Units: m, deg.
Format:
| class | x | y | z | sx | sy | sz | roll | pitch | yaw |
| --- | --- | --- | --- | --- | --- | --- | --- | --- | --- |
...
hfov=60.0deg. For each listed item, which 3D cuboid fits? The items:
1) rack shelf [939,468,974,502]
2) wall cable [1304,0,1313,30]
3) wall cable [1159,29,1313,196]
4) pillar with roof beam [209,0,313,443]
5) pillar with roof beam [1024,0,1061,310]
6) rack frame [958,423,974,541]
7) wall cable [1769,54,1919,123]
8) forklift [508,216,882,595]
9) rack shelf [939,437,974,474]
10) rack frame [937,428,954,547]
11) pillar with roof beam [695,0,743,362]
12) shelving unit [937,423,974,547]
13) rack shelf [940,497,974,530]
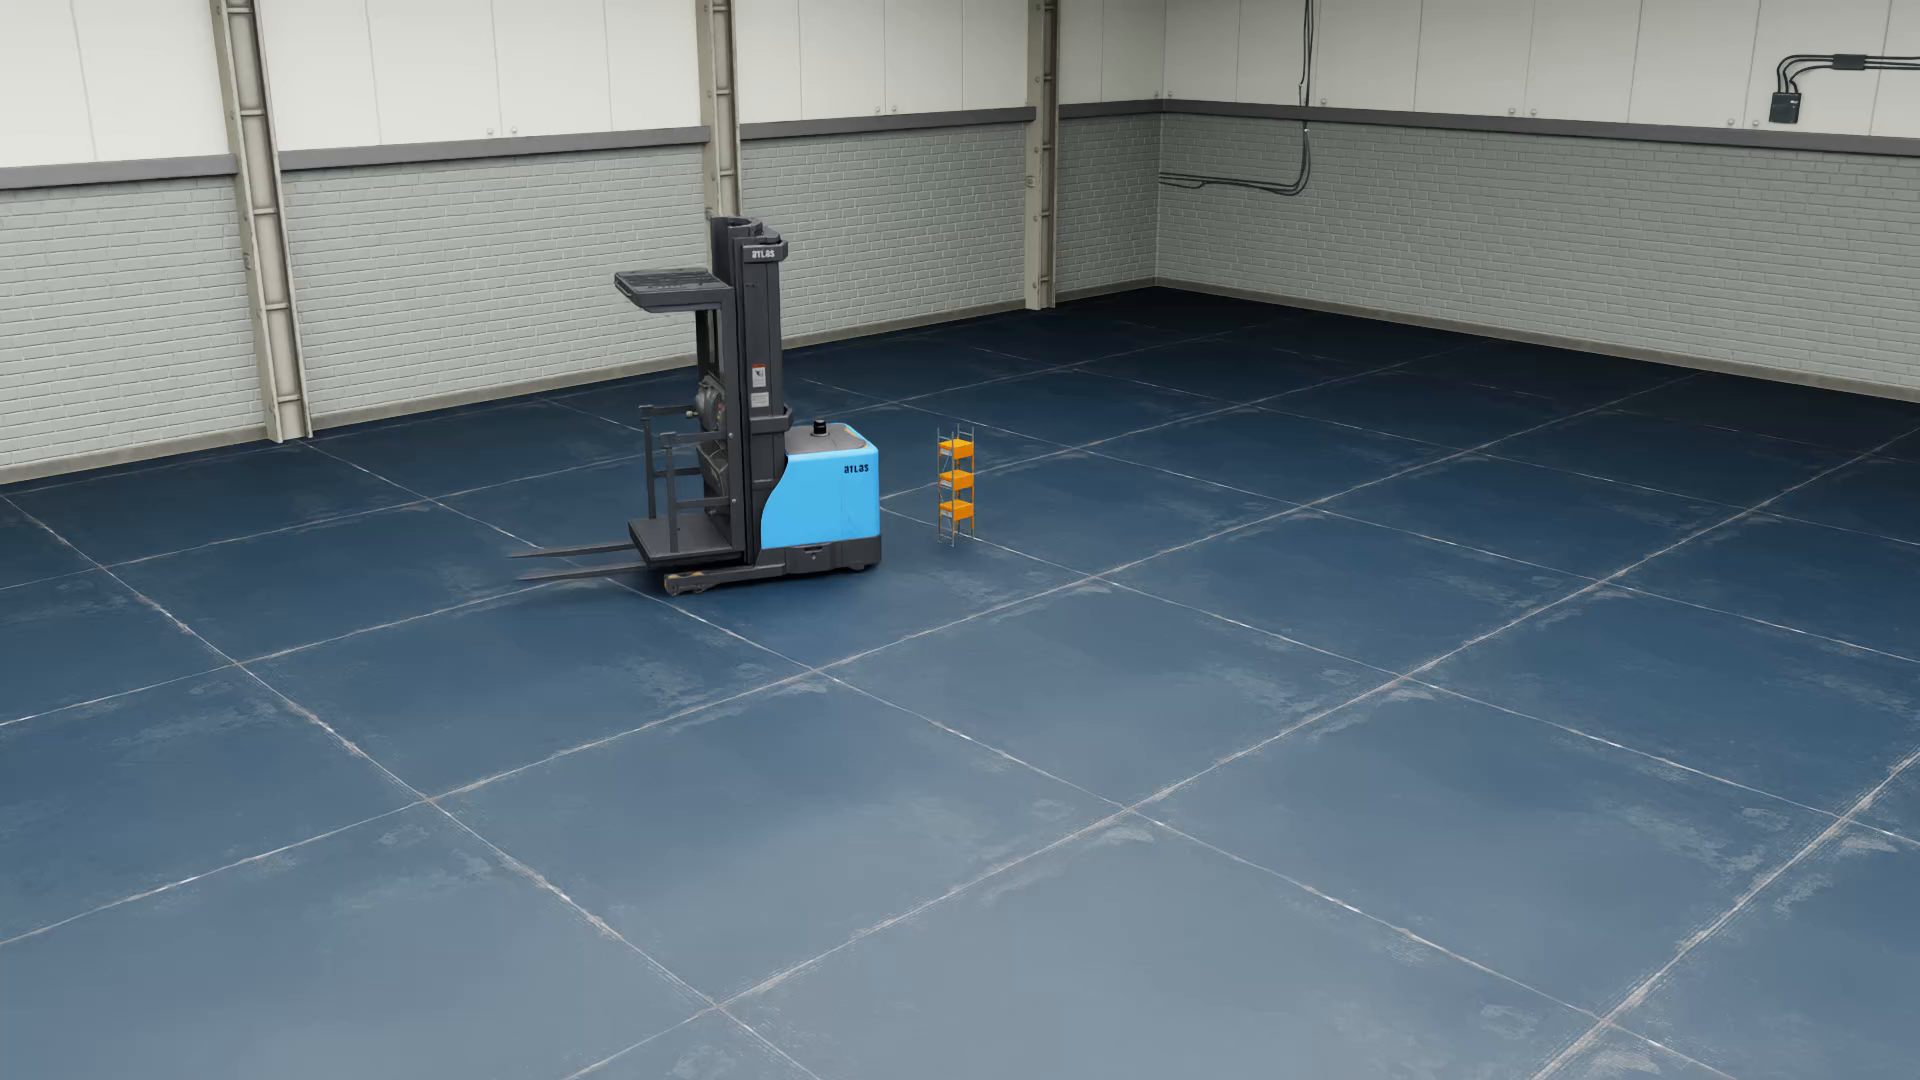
| class | x | y | z | sx | sy | sz | roll | pitch | yaw |
| --- | --- | --- | --- | --- | --- | --- | --- | --- | --- |
| rack shelf | -0.039 | -0.478 | 14.791 | 0.240 | 0.259 | 0.215 | -16 | 24 | -41 |
| wall cable | 6.171 | -8.613 | 23.805 | 0.112 | 2.526 | 3.097 | -16 | 24 | -41 |
| wall cable | 4.313 | -6.817 | 26.454 | 0.112 | 2.526 | 3.097 | -16 | 24 | -41 |
| pillar with roof beam | -4.498 | -4.458 | 14.145 | 0.400 | 9.000 | 9.100 | -16 | 24 | -41 |
| pillar with roof beam | 4.221 | -7.001 | 21.988 | 0.400 | 9.000 | 9.100 | -16 | 24 | -41 |
| rack frame | 0.050 | -0.514 | 14.868 | 0.008 | 1.050 | 0.200 | -16 | 24 | -41 |
| wall cable | 10.824 | -7.781 | 18.878 | 0.169 | 6.003 | 2.305 | -16 | 24 | -41 |
| forklift | -2.242 | -1.125 | 13.704 | 3.031 | 2.935 | 1.130 | -6 | 19 | -19 |
| rack shelf | -0.039 | -0.748 | 14.704 | 0.240 | 0.259 | 0.215 | -16 | 24 | -41 |
| rack frame | -0.128 | -0.462 | 14.708 | 0.008 | 1.050 | 0.200 | -16 | 24 | -41 |
| pillar with roof beam | -0.138 | -5.730 | 18.066 | 0.400 | 9.000 | 9.100 | -16 | 24 | -41 |
| shelving unit | -0.039 | -0.488 | 14.788 | 0.252 | 1.050 | 0.215 | -16 | 24 | -41 |
| rack shelf | -0.039 | -0.214 | 14.877 | 0.240 | 0.259 | 0.215 | -16 | 24 | -41 |
